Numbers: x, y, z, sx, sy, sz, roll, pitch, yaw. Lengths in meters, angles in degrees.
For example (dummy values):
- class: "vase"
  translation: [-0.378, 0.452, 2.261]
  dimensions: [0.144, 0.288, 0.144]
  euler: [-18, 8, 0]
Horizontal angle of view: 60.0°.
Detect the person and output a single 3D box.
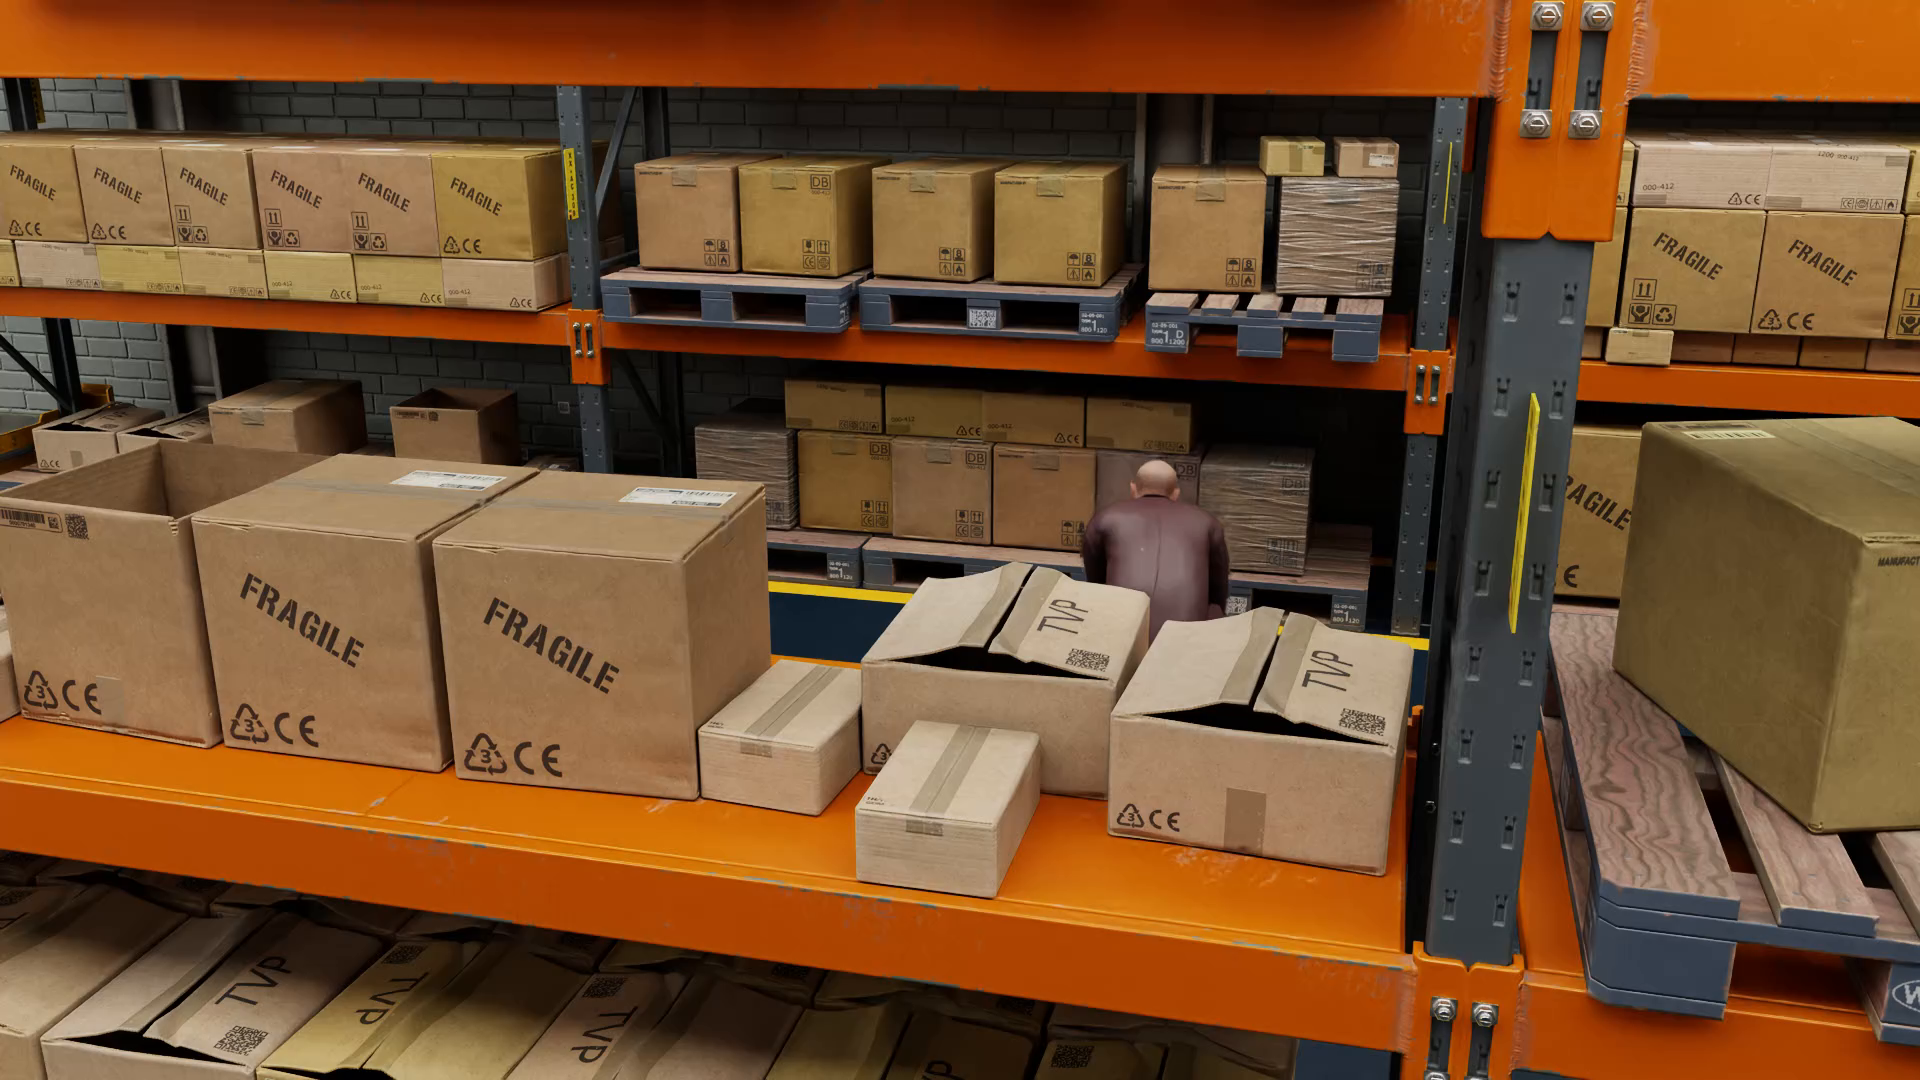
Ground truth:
- class: "person"
  translation: [0.757, 0.264, 6.478]
  dimensions: [0.612, 1.032, 0.909]
  euler: [4, 19, 13]
